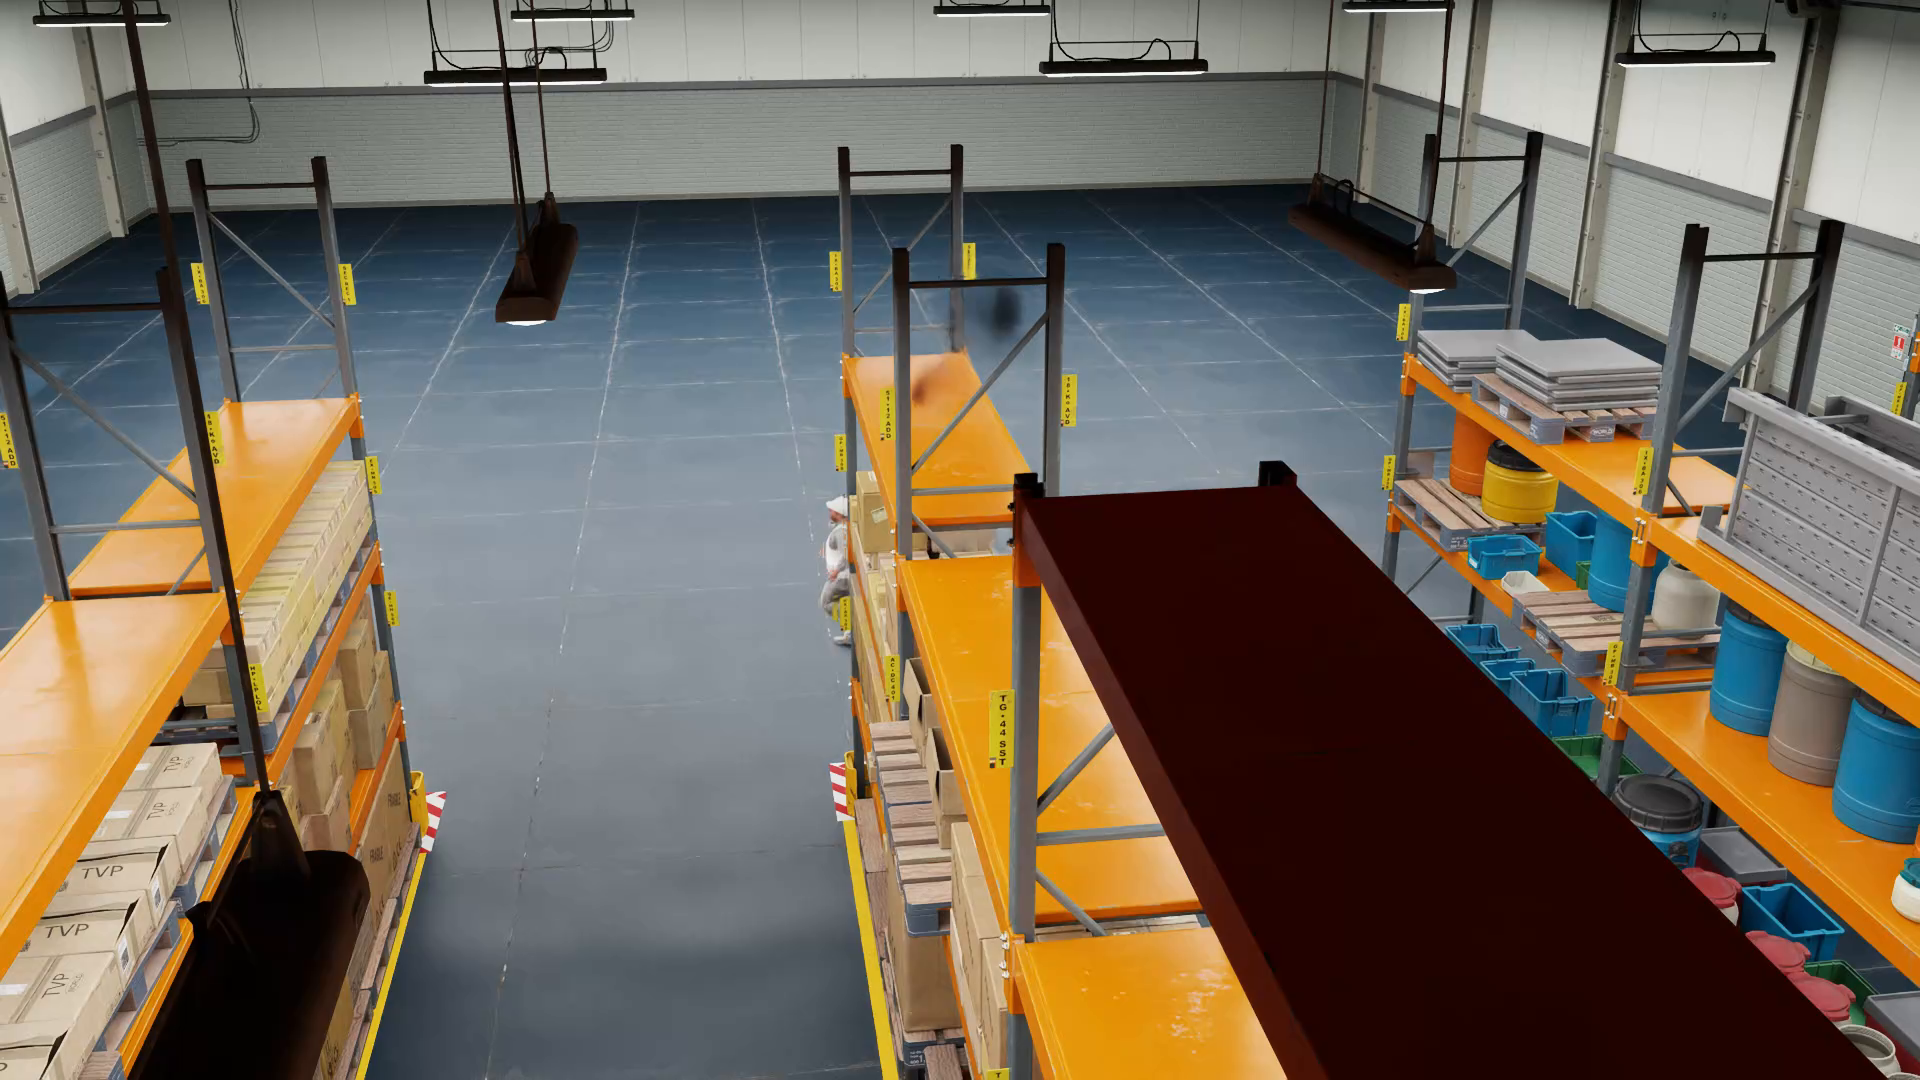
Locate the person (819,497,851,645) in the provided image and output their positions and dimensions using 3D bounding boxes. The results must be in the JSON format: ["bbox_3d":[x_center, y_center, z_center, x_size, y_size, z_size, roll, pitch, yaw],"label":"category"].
[{"bbox_3d":[-1.321,0.337,18.448,0.607,1.739,0.648,7,23,17],"label":"person"}]
